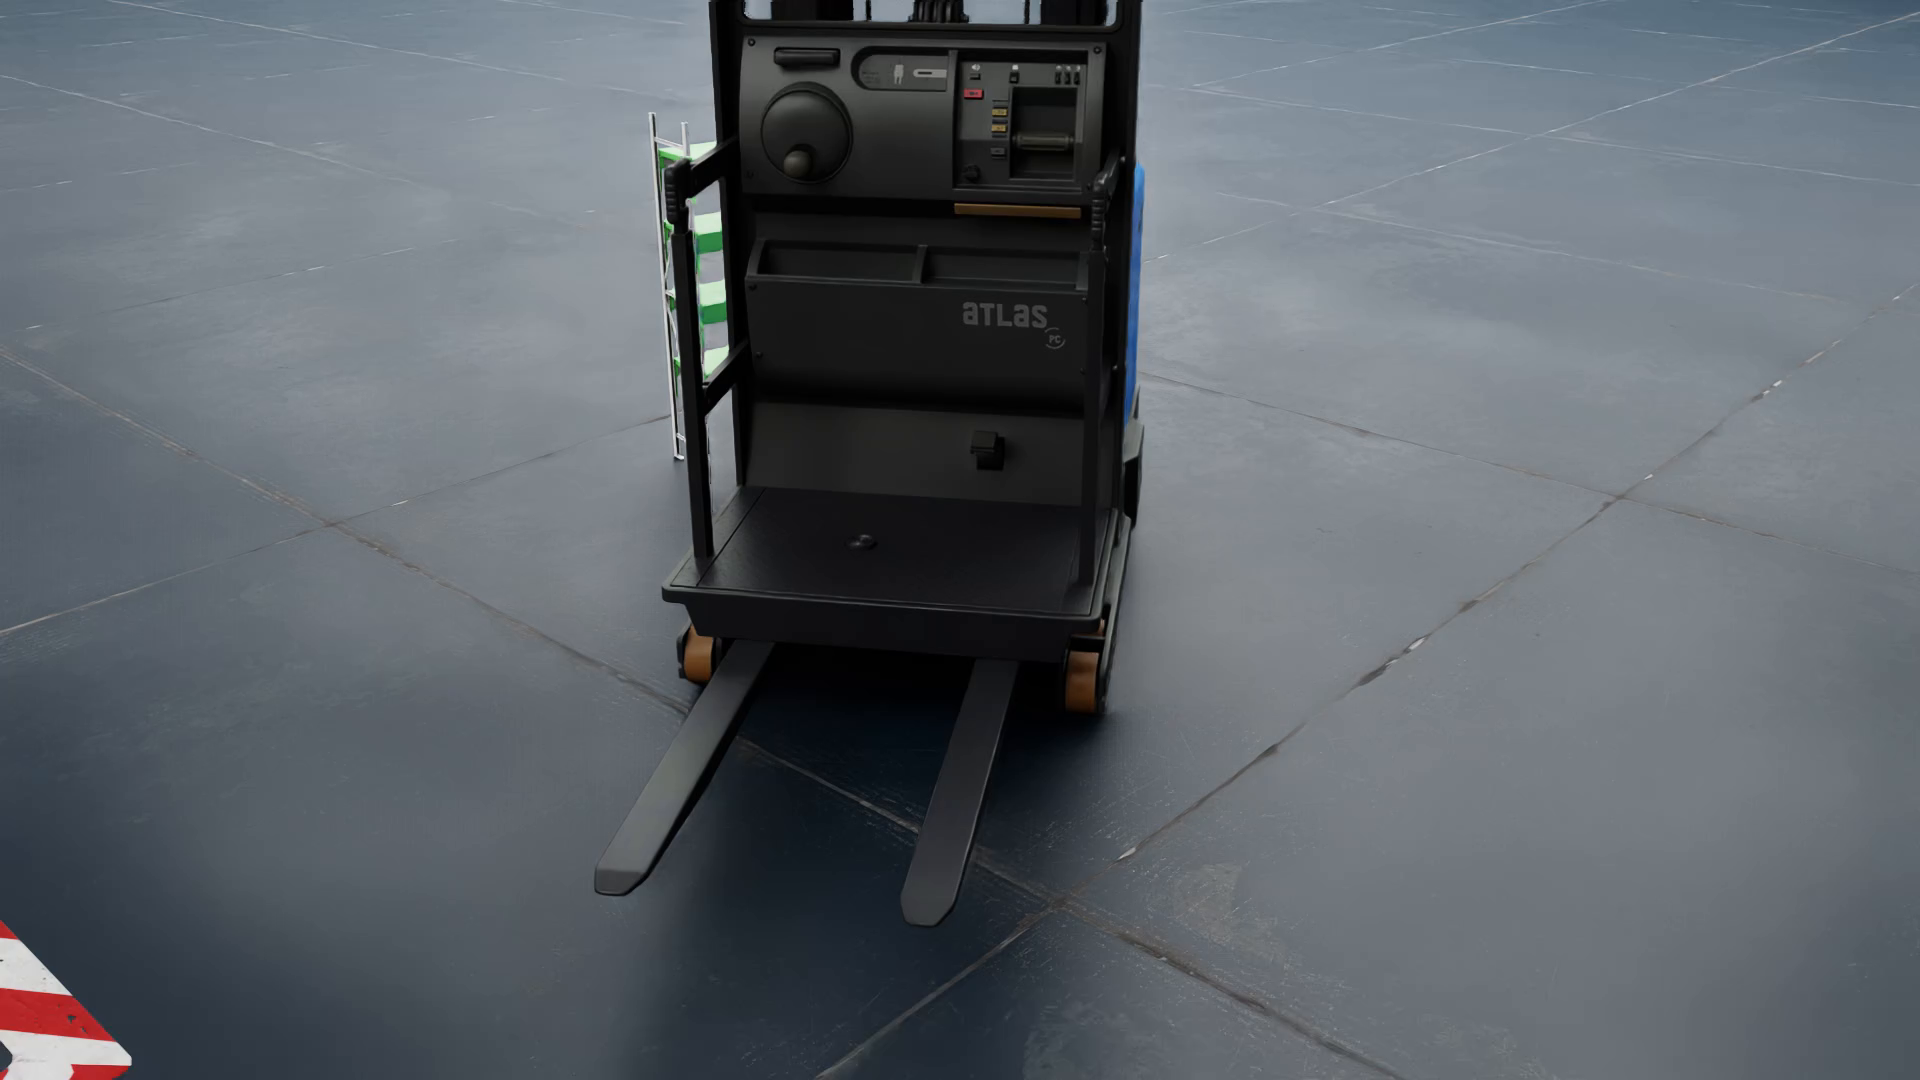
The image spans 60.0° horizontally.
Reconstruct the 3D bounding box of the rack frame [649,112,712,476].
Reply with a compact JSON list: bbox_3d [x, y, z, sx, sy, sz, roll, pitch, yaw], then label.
[{"bbox_3d":[-0.937,-0.809,5.588,0.015,1.200,0.240,-17,29,-34],"label":"rack frame"}]

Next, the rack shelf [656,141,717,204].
[{"bbox_3d":[-0.744,-1.250,5.554,0.480,0.148,0.258,-17,29,-34],"label":"rack shelf"}]

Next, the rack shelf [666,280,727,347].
[{"bbox_3d":[-0.744,-0.812,5.750,0.480,0.148,0.258,-17,29,-34],"label":"rack shelf"}]

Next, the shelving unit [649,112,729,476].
[{"bbox_3d":[-0.744,-0.870,5.724,0.503,1.200,0.258,-17,29,-34],"label":"shelving unit"}]

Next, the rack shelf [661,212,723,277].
[{"bbox_3d":[-0.744,-1.031,5.652,0.480,0.148,0.258,-17,29,-34],"label":"rack shelf"}]

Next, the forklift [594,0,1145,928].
[{"bbox_3d":[-0.131,-1.048,4.004,1.130,2.935,3.031,4,24,8],"label":"forklift"}]

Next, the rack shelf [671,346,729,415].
[{"bbox_3d":[-0.744,-0.593,5.848,0.480,0.148,0.258,-17,29,-34],"label":"rack shelf"}]
